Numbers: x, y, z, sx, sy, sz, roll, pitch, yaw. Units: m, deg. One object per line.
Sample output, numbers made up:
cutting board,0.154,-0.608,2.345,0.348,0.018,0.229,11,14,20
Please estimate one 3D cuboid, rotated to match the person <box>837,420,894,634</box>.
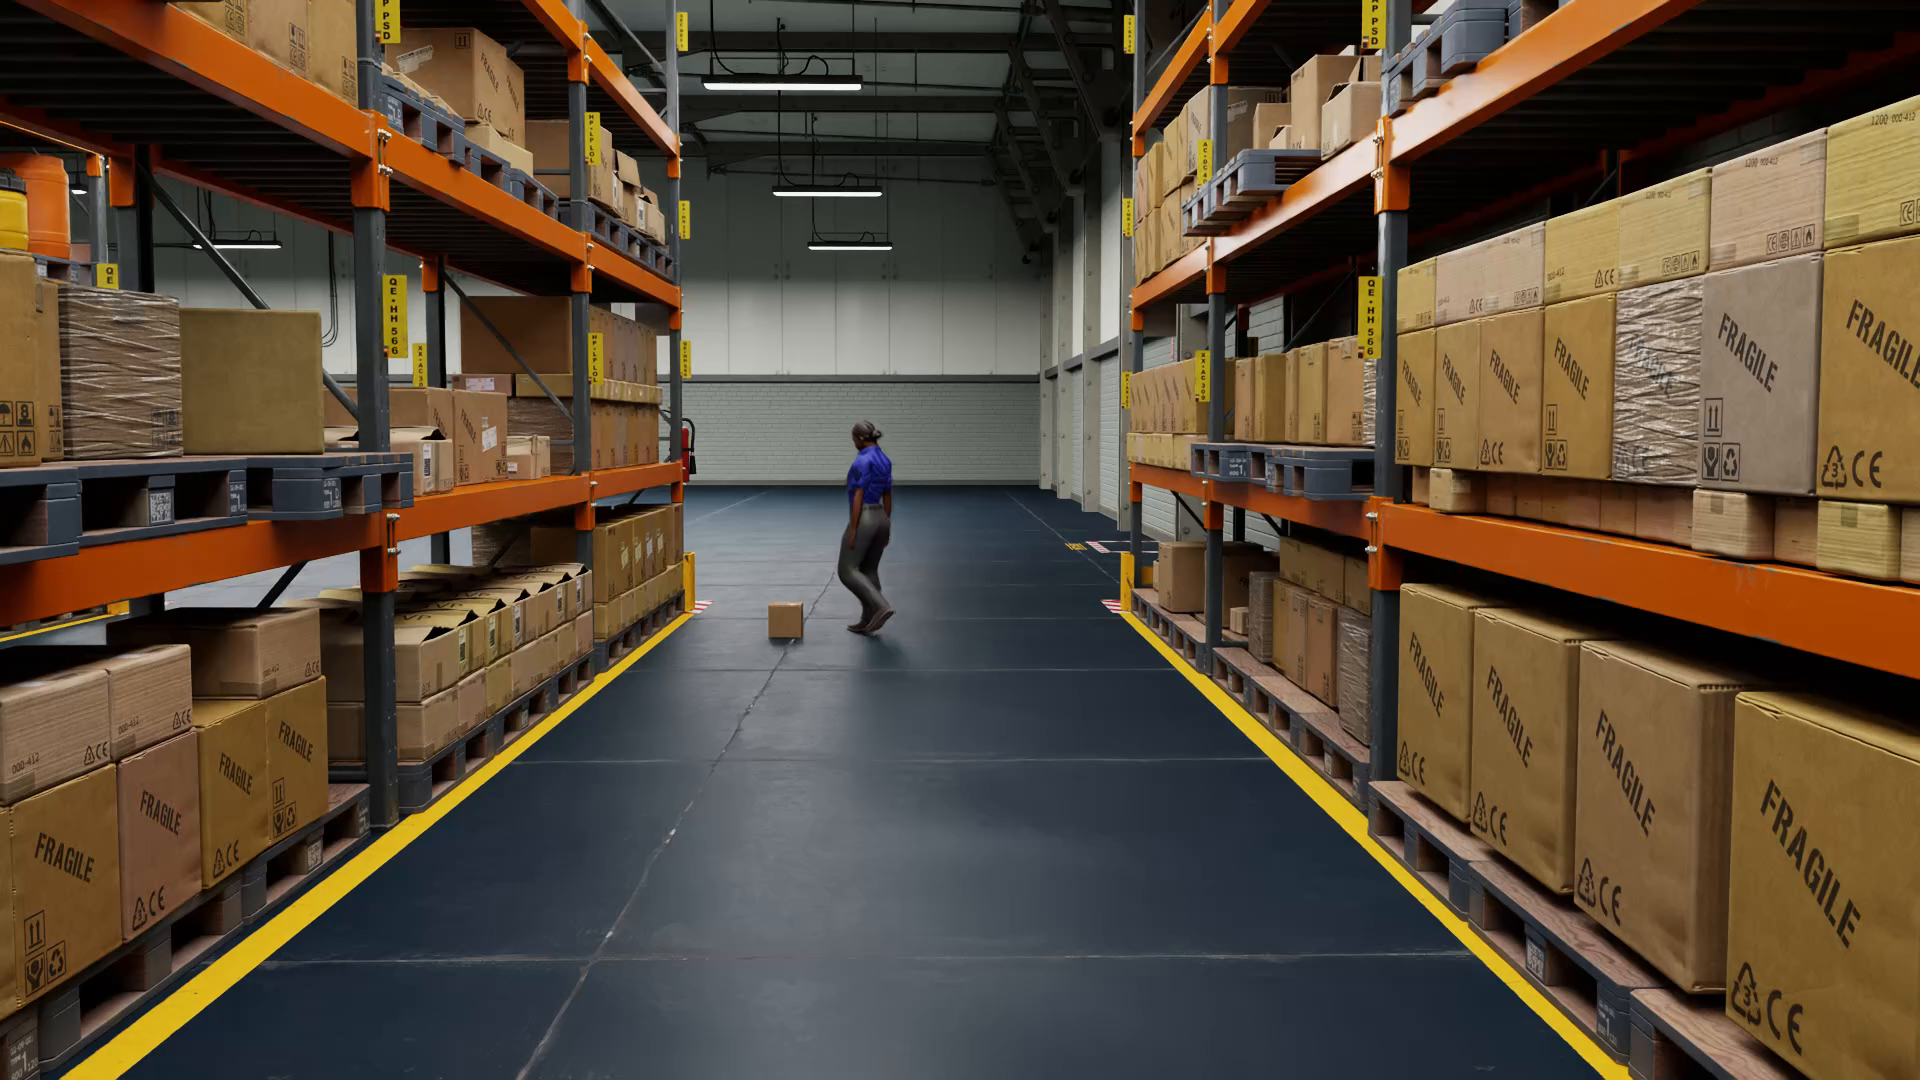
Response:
person,-0.703,-0.091,12.754,0.587,1.650,0.529,2,4,26
